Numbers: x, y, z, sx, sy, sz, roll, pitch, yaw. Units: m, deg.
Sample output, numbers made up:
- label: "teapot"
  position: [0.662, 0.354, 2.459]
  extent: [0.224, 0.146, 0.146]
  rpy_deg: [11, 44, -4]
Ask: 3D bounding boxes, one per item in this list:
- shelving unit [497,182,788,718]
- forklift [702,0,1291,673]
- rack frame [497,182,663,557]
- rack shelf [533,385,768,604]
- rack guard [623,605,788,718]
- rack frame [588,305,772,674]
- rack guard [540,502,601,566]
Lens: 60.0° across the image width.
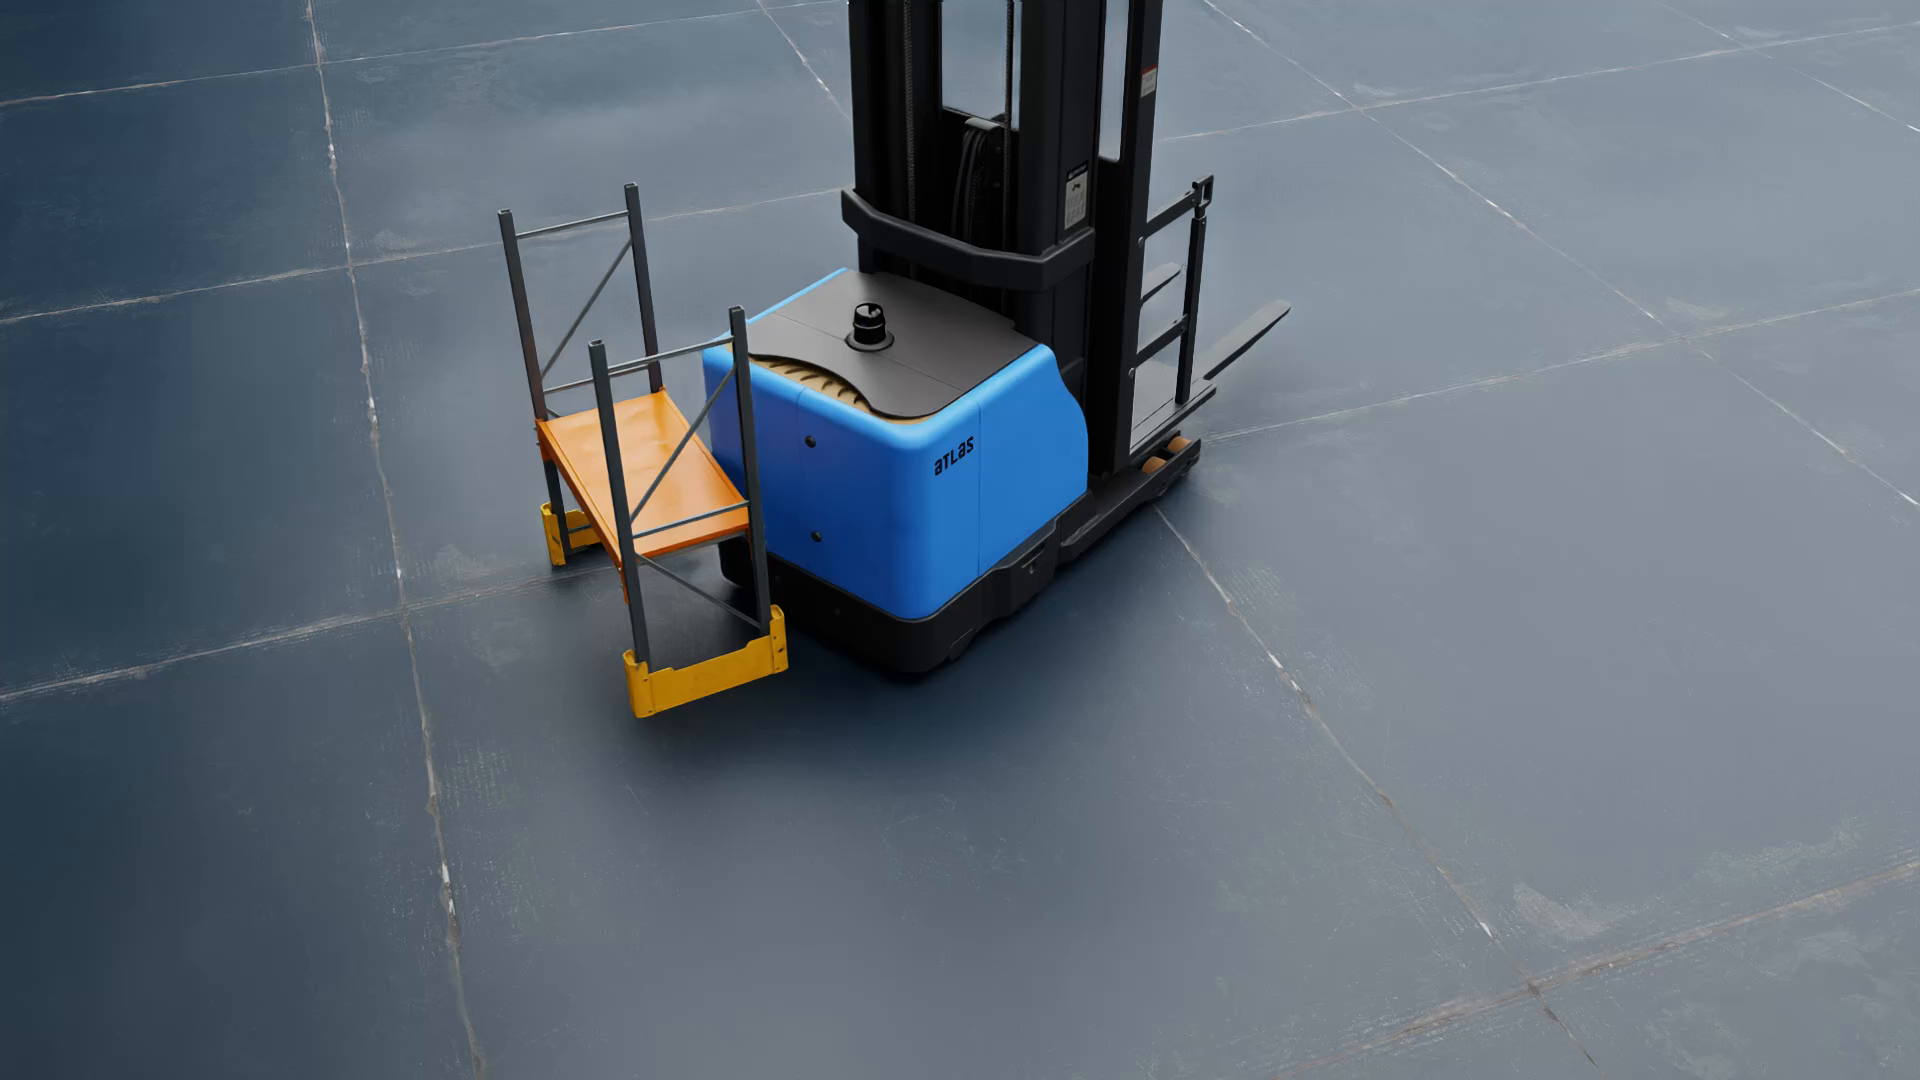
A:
- label: "shelving unit"
  position: [-1.137, -0.330, 5.942]
  extent: [0.587, 1.500, 1.083]
  rpy_deg: [-18, 40, -22]
- label: "forklift"
  position: [0.372, -1.518, 6.329]
  extent: [1.130, 2.935, 3.031]
  rpy_deg: [25, 44, 30]
- label: "rack frame"
  position: [-1.379, -0.606, 6.307]
  extent: [0.500, 1.500, 0.032]
  rpy_deg: [-18, 40, -22]
- label: "rack shelf"
  position: [-1.142, -0.191, 6.057]
  extent: [0.538, 0.185, 1.000]
  rpy_deg: [-18, 40, -22]
- label: "rack guard"
  position: [-0.905, 0.434, 5.966]
  extent: [0.587, 0.250, 0.087]
  rpy_deg: [-18, 40, -22]
- label: "rack frame"
  position: [-0.904, -0.065, 5.589]
  extent: [0.500, 1.500, 0.032]
  rpy_deg: [-18, 40, -22]
- label: "rack guard"
  position: [-1.370, -0.096, 6.670]
  extent: [0.587, 0.250, 0.087]
  rpy_deg: [-18, 40, -22]
